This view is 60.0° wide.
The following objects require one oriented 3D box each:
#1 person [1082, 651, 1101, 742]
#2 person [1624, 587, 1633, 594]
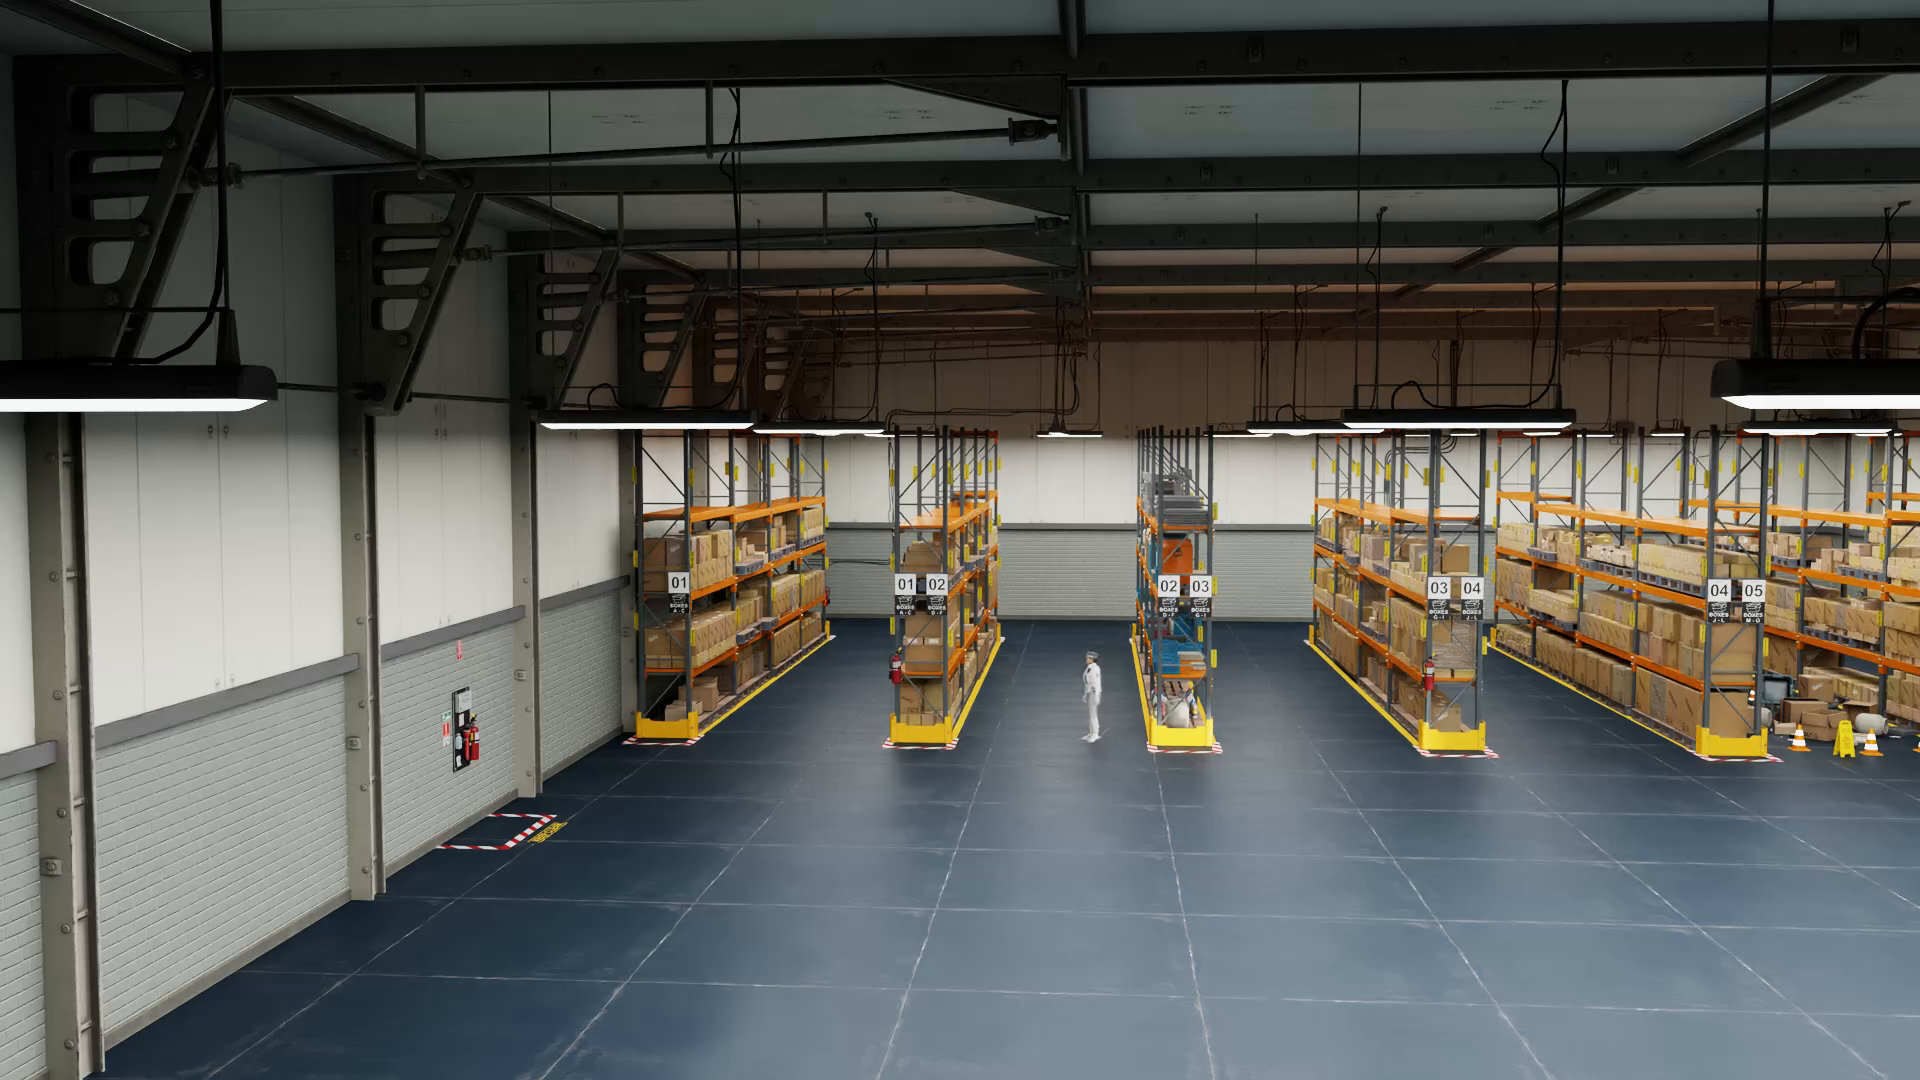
[{"bbox_3d":[2.510,2.986,31.772,0.349,1.722,0.561,-1,4,-13],"label":"person"},{"bbox_3d":[19.739,1.941,49.215,0.742,1.613,0.500,-1,4,-22],"label":"person"}]
